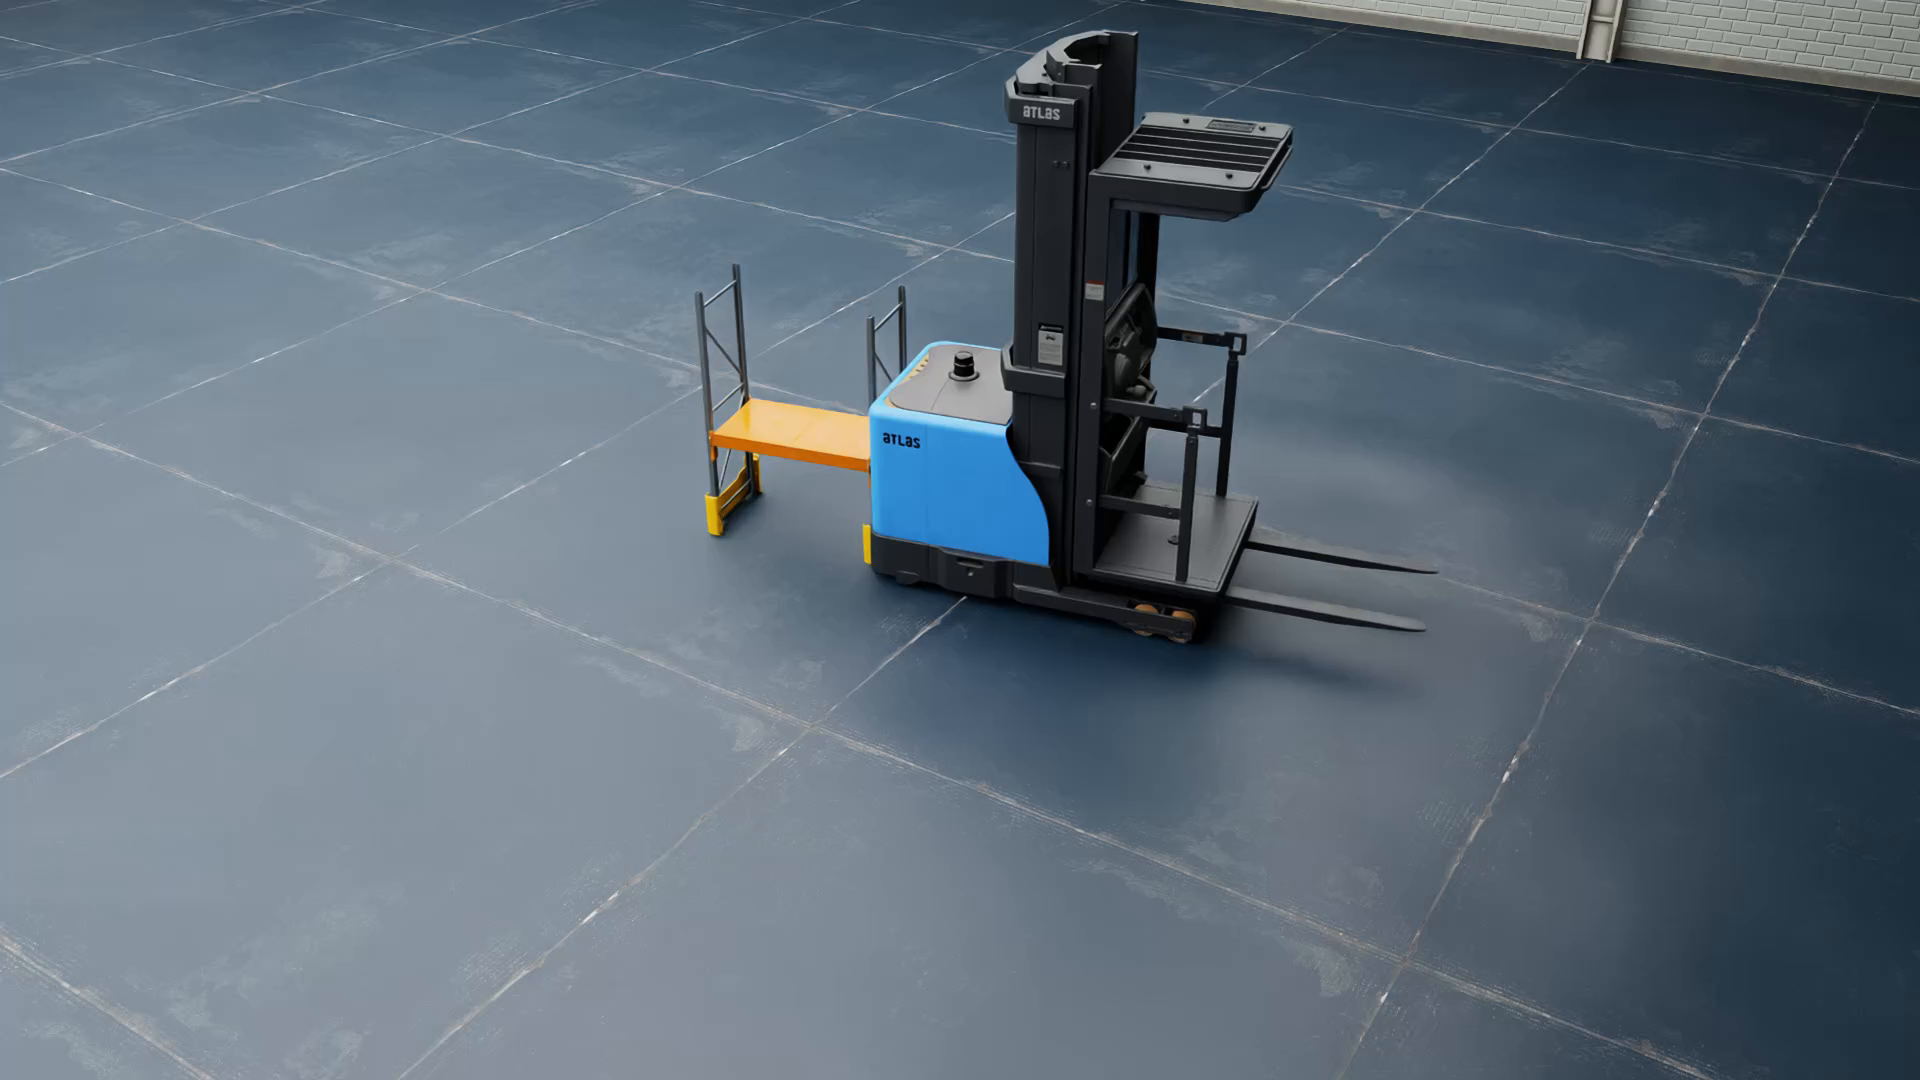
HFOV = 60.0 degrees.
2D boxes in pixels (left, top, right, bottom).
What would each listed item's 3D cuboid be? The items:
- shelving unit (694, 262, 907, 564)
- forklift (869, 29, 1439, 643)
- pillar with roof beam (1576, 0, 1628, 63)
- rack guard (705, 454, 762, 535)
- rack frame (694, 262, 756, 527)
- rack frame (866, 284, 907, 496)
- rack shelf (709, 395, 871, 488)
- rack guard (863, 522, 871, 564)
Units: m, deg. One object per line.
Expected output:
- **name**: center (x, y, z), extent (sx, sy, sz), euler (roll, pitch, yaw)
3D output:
- **shelving unit**: center (-0.886, -0.734, 9.520), extent (1.083, 1.500, 0.587), euler (10, 32, 17)
- **forklift**: center (1.072, -1.025, 8.598), extent (3.031, 2.935, 1.130), euler (10, 32, 17)
- **pillar with roof beam**: center (5.133, -7.673, 13.973), extent (0.400, 9.000, 9.100), euler (18, 35, 27)
- **rack guard**: center (-1.355, -0.279, 9.980), extent (0.087, 0.250, 0.587), euler (10, 32, 17)
- **rack frame**: center (-1.356, -0.819, 9.665), extent (0.032, 1.500, 0.500), euler (10, 32, 17)
- **rack frame**: center (-0.399, -0.646, 9.369), extent (0.032, 1.500, 0.500), euler (10, 32, 17)
- **rack shelf**: center (-0.878, -0.577, 9.608), extent (1.000, 0.185, 0.538), euler (10, 32, 17)
- **rack guard**: center (-0.417, -0.109, 9.689), extent (0.087, 0.250, 0.587), euler (10, 32, 17)
